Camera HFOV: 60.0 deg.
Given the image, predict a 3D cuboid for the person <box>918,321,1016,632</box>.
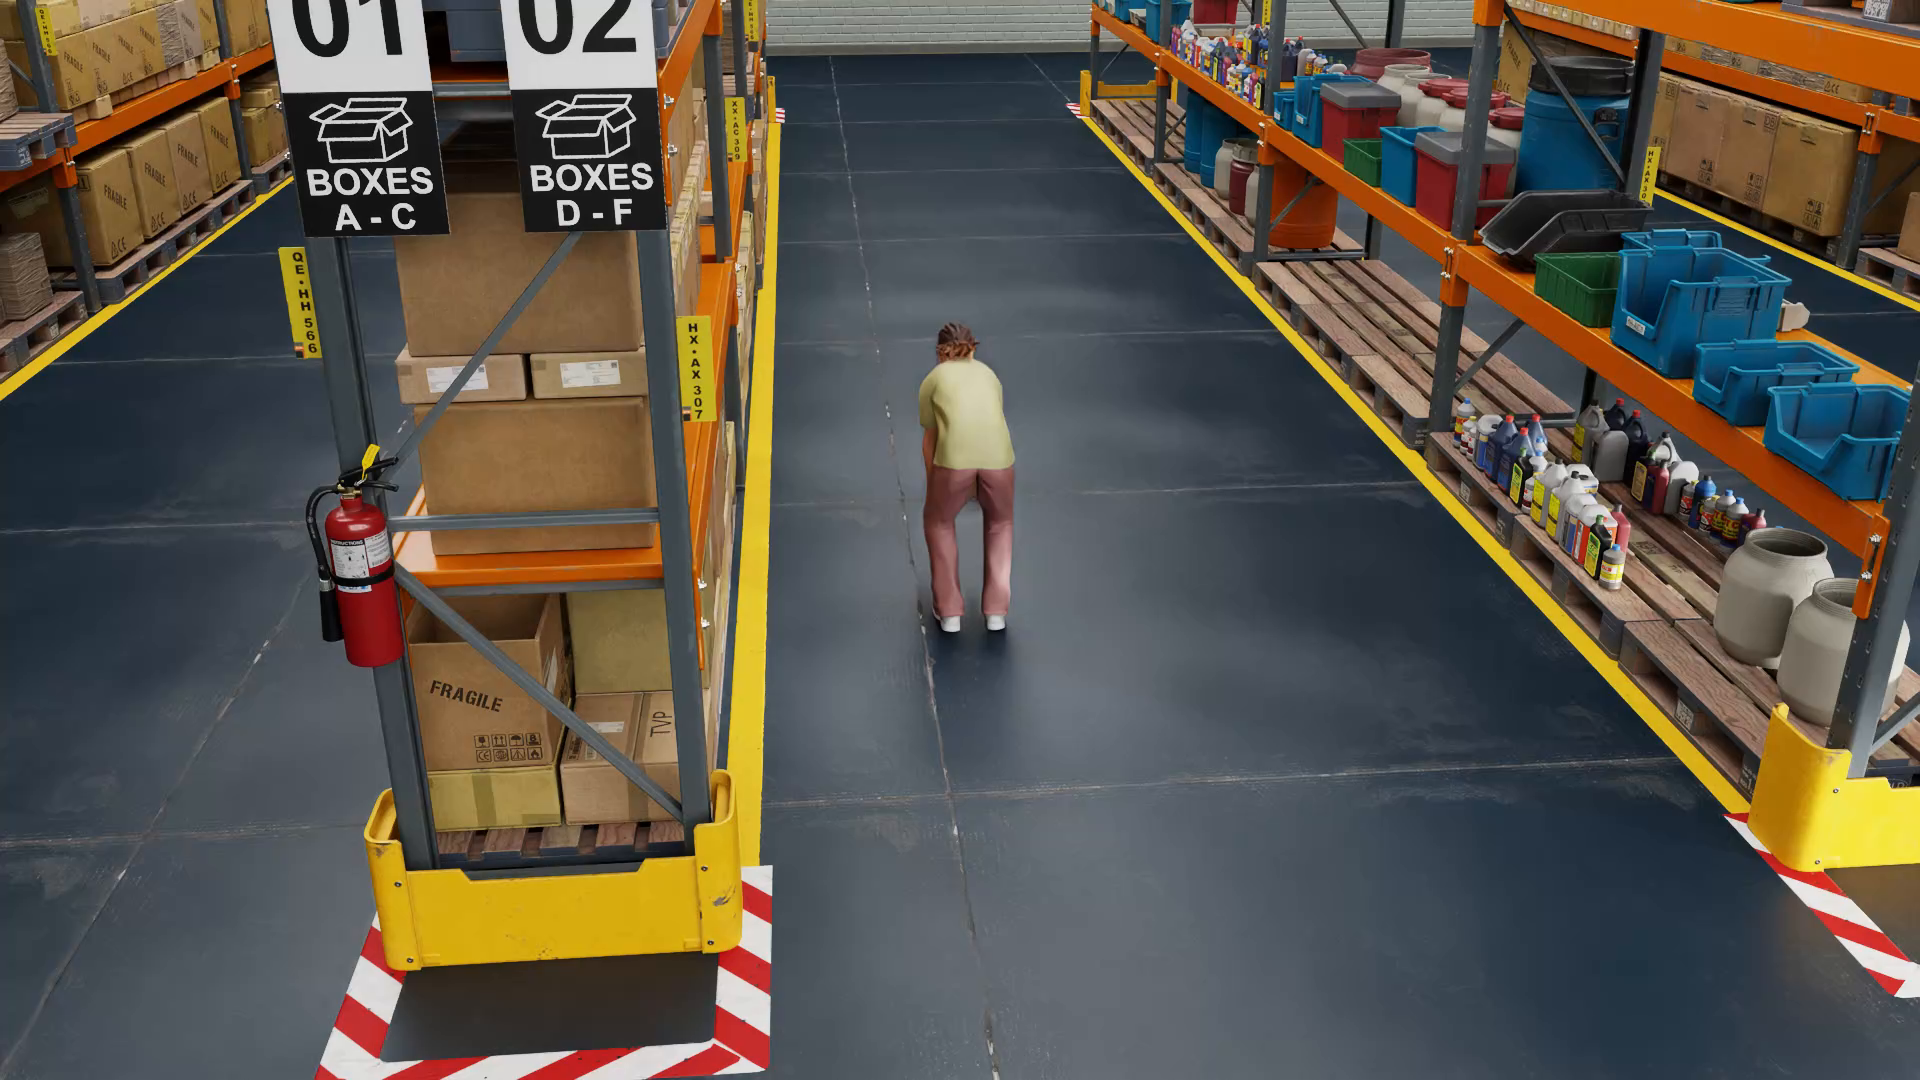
[{"bbox_3d":[0.027,-0.297,7.734,0.420,1.310,0.806,-3,24,-7],"label":"person"}]
